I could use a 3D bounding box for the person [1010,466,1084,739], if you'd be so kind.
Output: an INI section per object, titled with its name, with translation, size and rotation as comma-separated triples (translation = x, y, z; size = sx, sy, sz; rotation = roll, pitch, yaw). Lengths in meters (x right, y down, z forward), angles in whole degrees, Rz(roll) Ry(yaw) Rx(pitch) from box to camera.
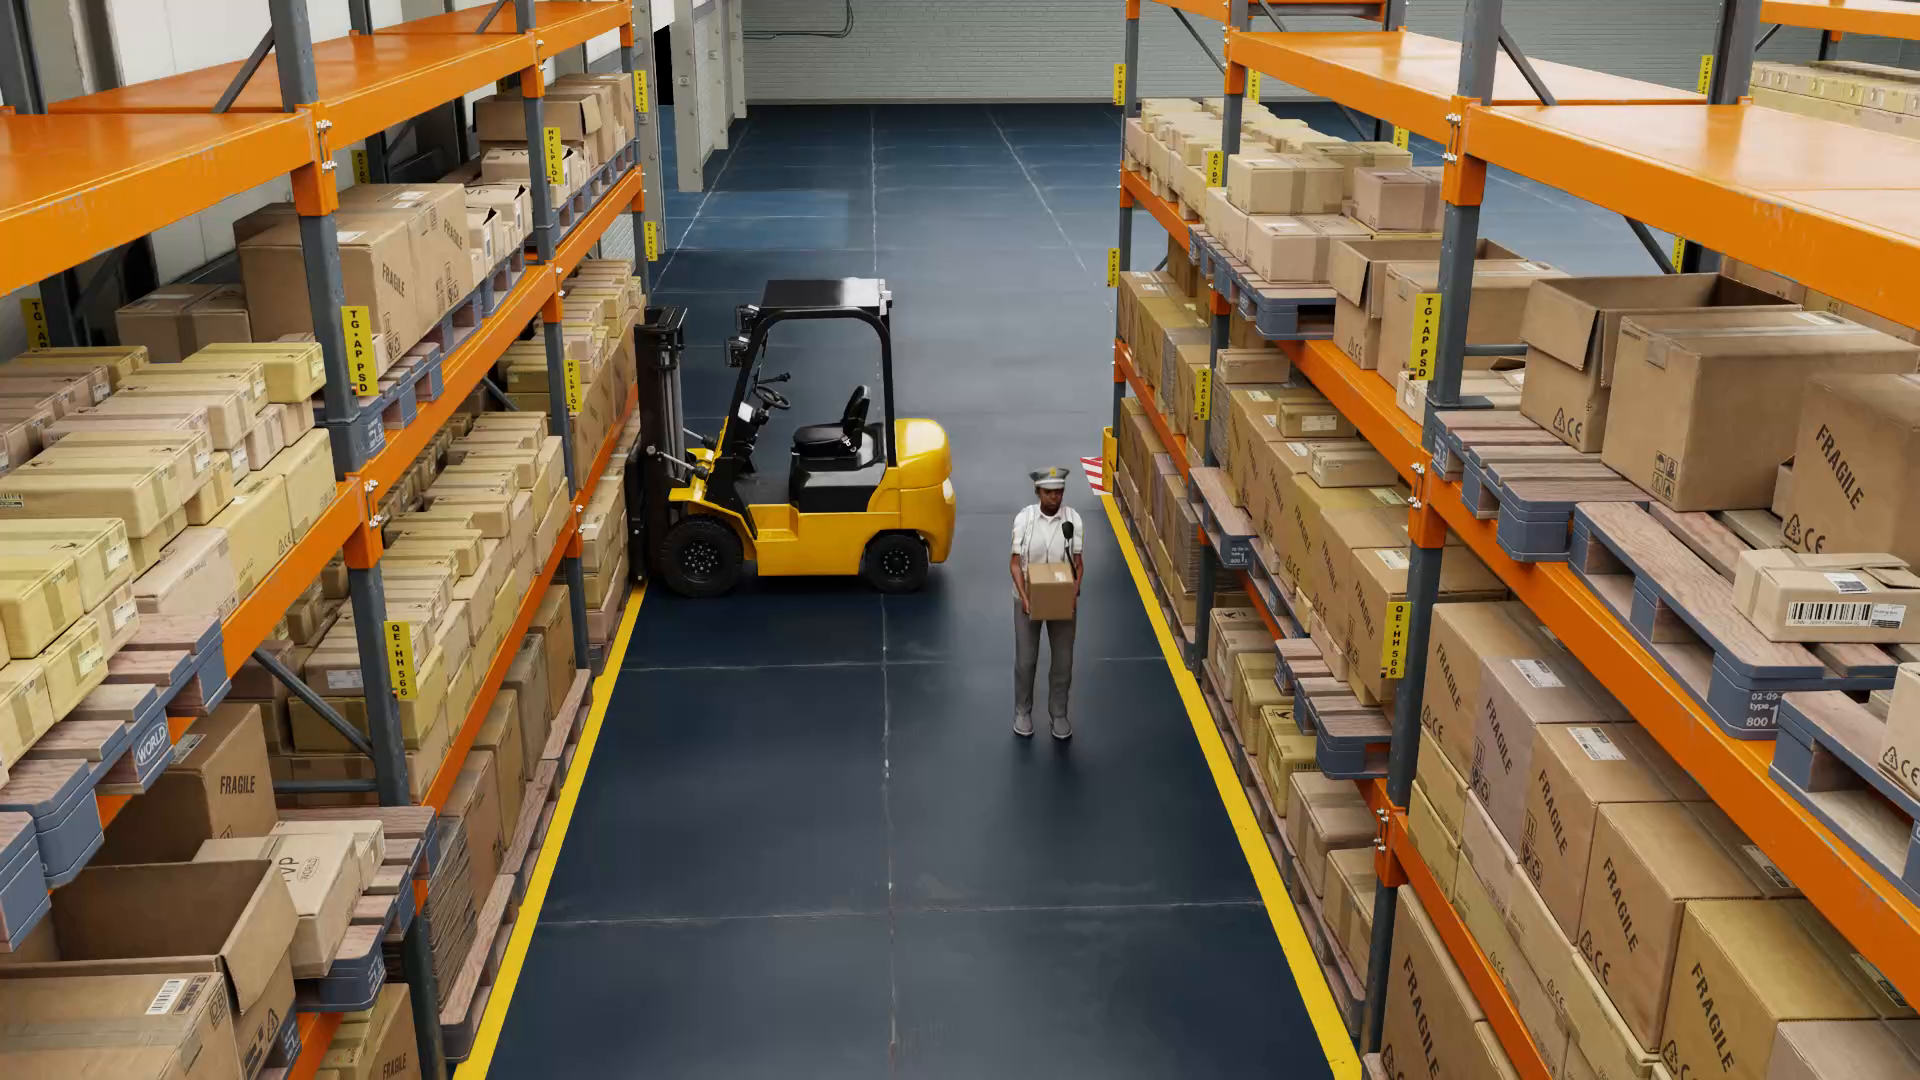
[person]
translation = 0.523, 0.380, 10.022
size = 0.449, 1.688, 0.535
rotation = -1, 21, -3
